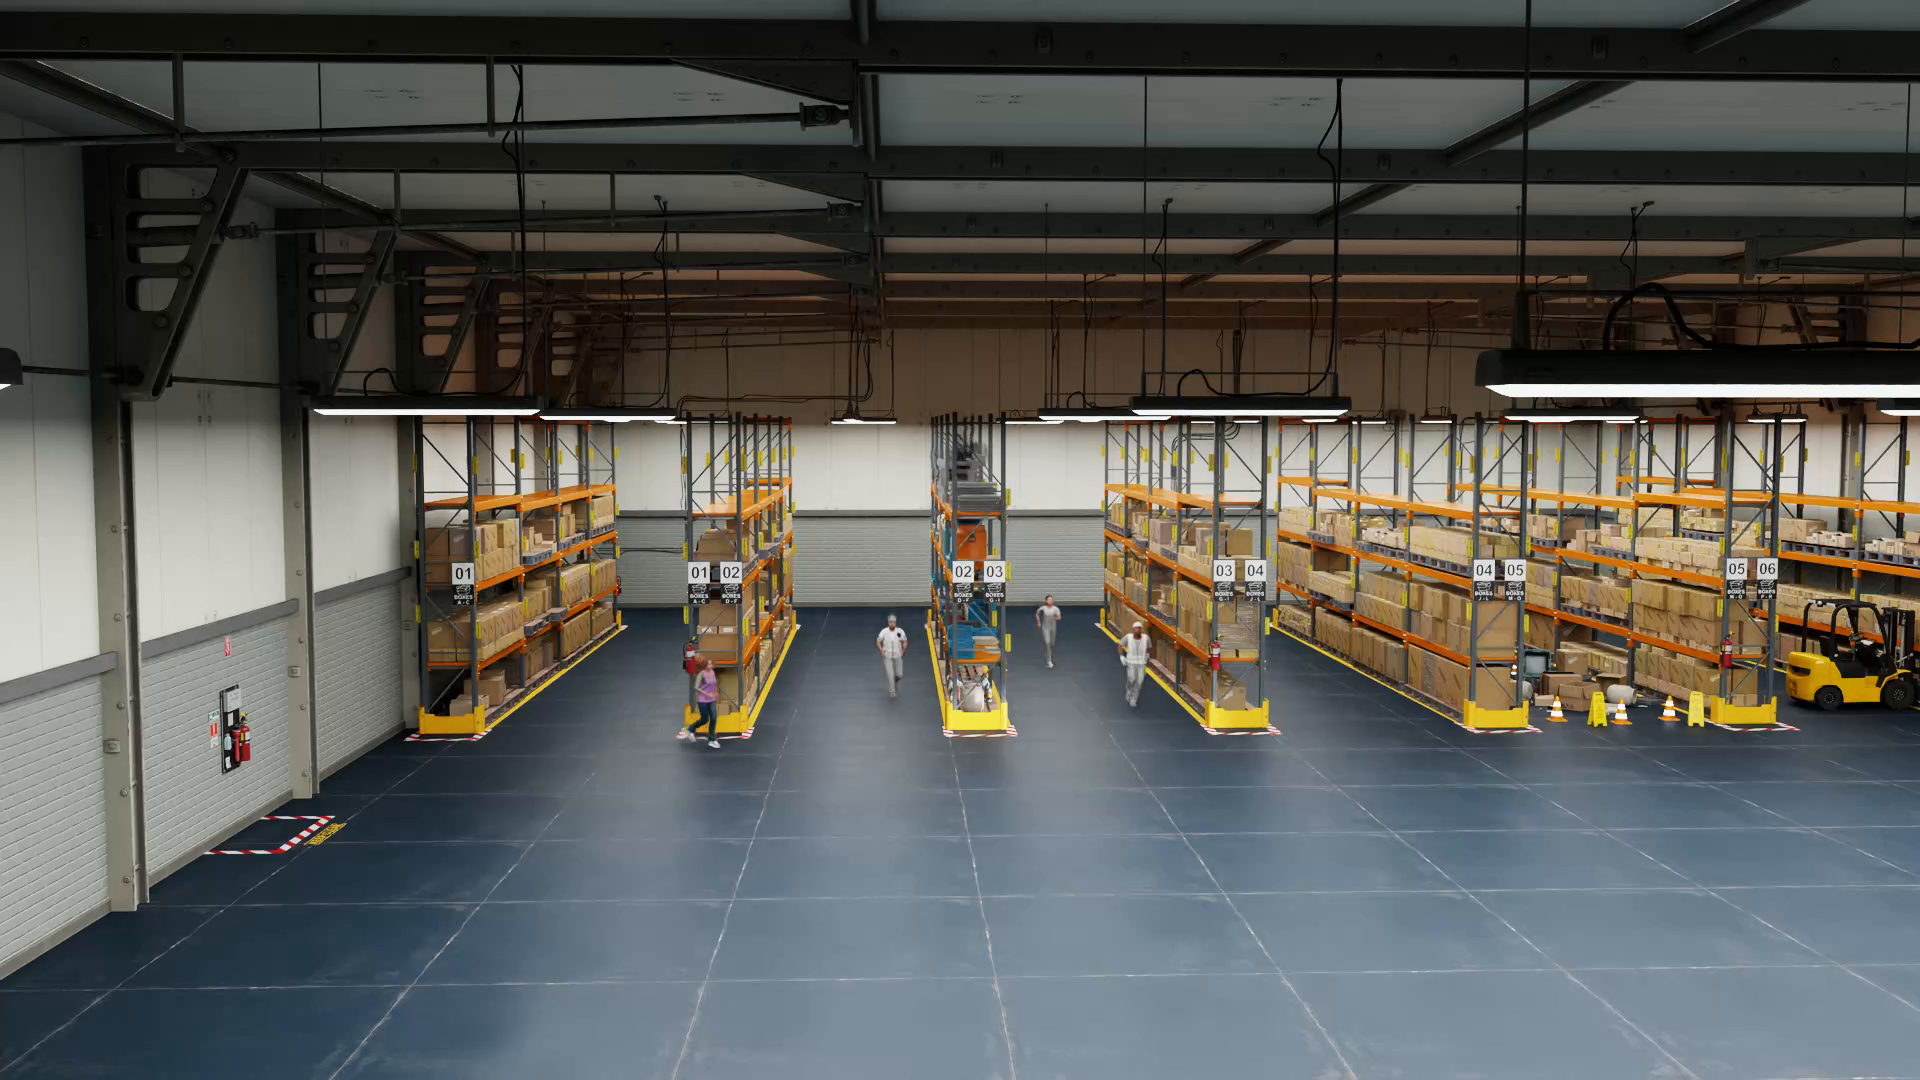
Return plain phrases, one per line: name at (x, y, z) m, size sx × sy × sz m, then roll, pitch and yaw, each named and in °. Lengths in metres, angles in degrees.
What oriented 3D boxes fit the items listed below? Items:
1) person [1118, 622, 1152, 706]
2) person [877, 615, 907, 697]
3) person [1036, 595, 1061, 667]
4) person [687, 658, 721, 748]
person at (3.614, 2.538, 34.036) m, size 0.688 × 1.732 × 0.568 m, roll 0°, pitch 4°, yaw -6°
person at (-1.436, 2.451, 35.289) m, size 0.648 × 1.737 × 0.576 m, roll 0°, pitch 4°, yaw -7°
person at (2.133, 2.156, 39.810) m, size 0.558 × 1.671 × 0.942 m, roll -1°, pitch 4°, yaw -12°
person at (-4.571, 2.905, 29.820) m, size 0.739 × 1.604 × 0.567 m, roll 3°, pitch 5°, yaw 35°
